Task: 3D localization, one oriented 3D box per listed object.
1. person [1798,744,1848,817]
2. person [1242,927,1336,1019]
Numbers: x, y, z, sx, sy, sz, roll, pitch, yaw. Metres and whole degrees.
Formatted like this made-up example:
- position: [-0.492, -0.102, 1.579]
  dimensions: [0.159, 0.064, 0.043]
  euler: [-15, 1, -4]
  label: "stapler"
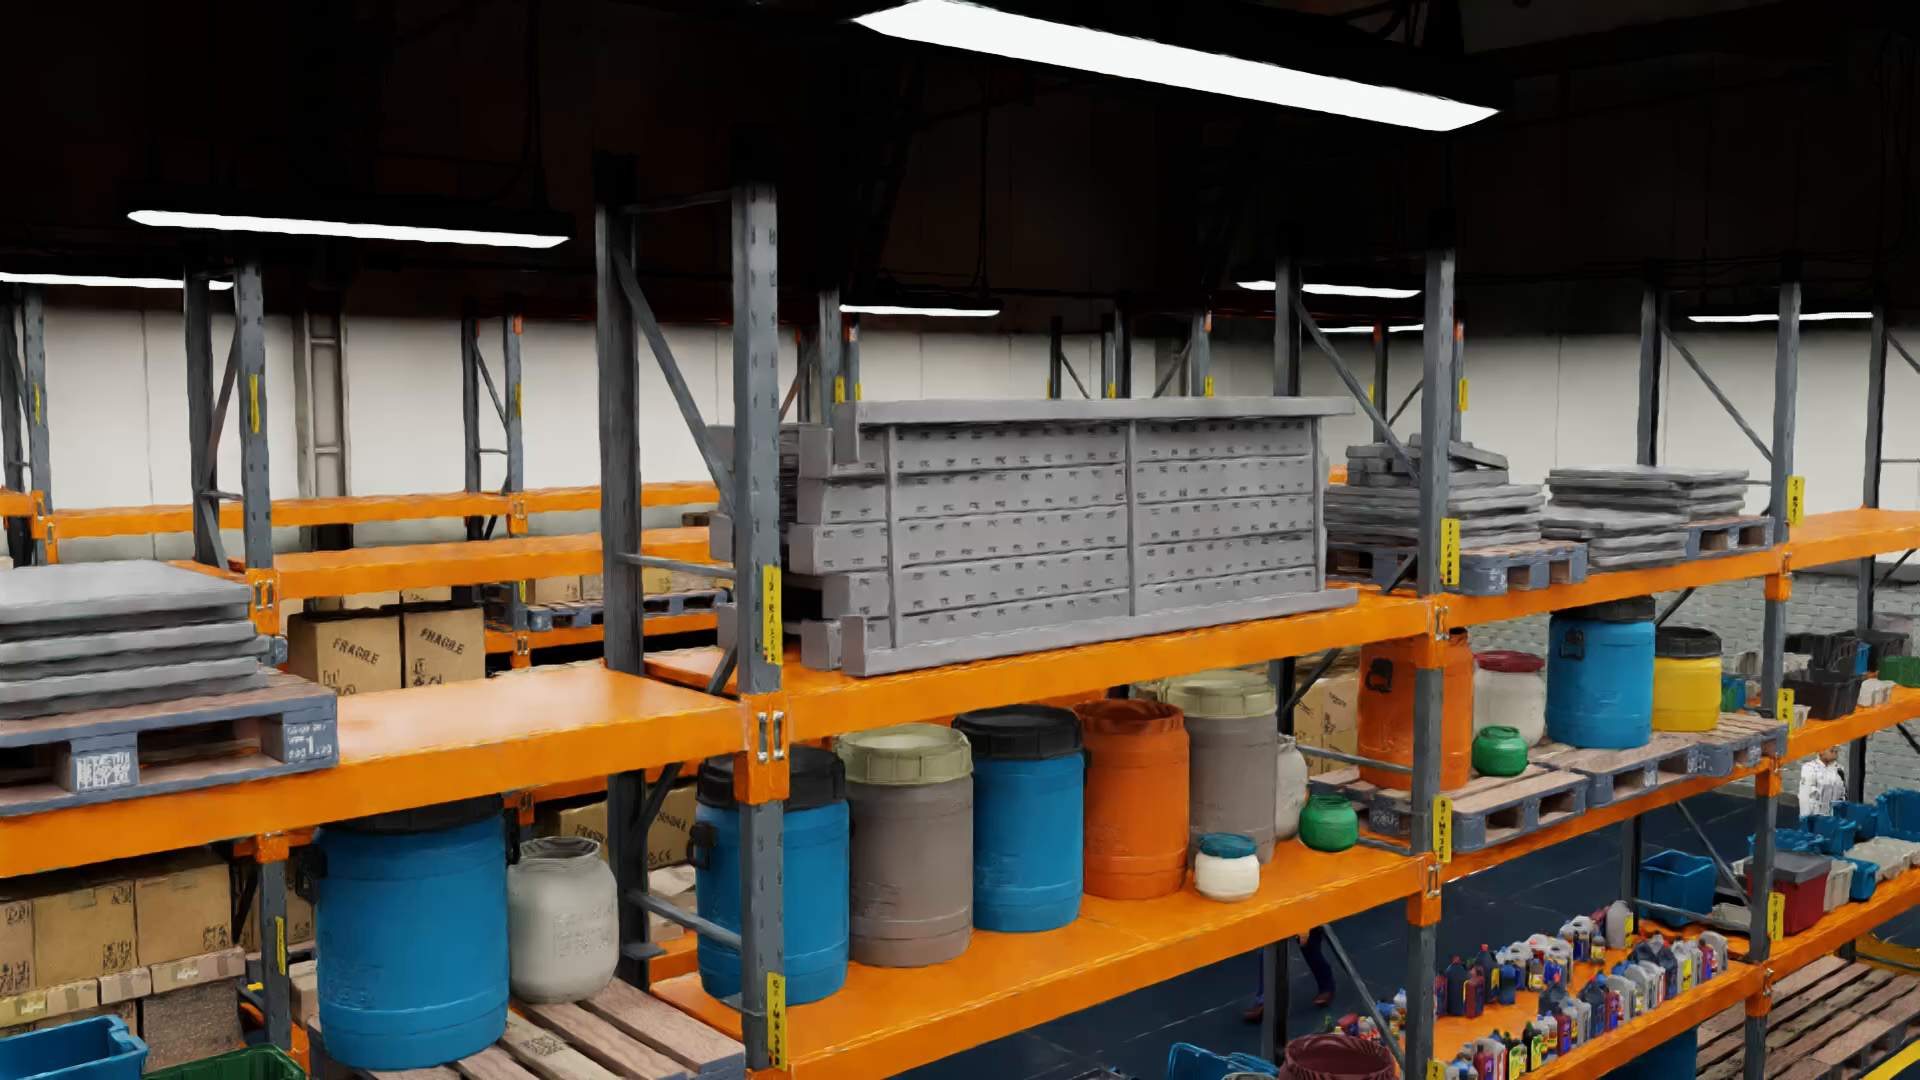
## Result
- position: [8.635, 2.758, 16.560]
  dimensions: [0.685, 1.670, 0.551]
  euler: [0, 5, -4]
  label: "person"
- position: [2.735, 3.094, 13.578]
  dimensions: [1.000, 1.575, 0.493]
  euler: [-5, 7, -42]
  label: "person"
